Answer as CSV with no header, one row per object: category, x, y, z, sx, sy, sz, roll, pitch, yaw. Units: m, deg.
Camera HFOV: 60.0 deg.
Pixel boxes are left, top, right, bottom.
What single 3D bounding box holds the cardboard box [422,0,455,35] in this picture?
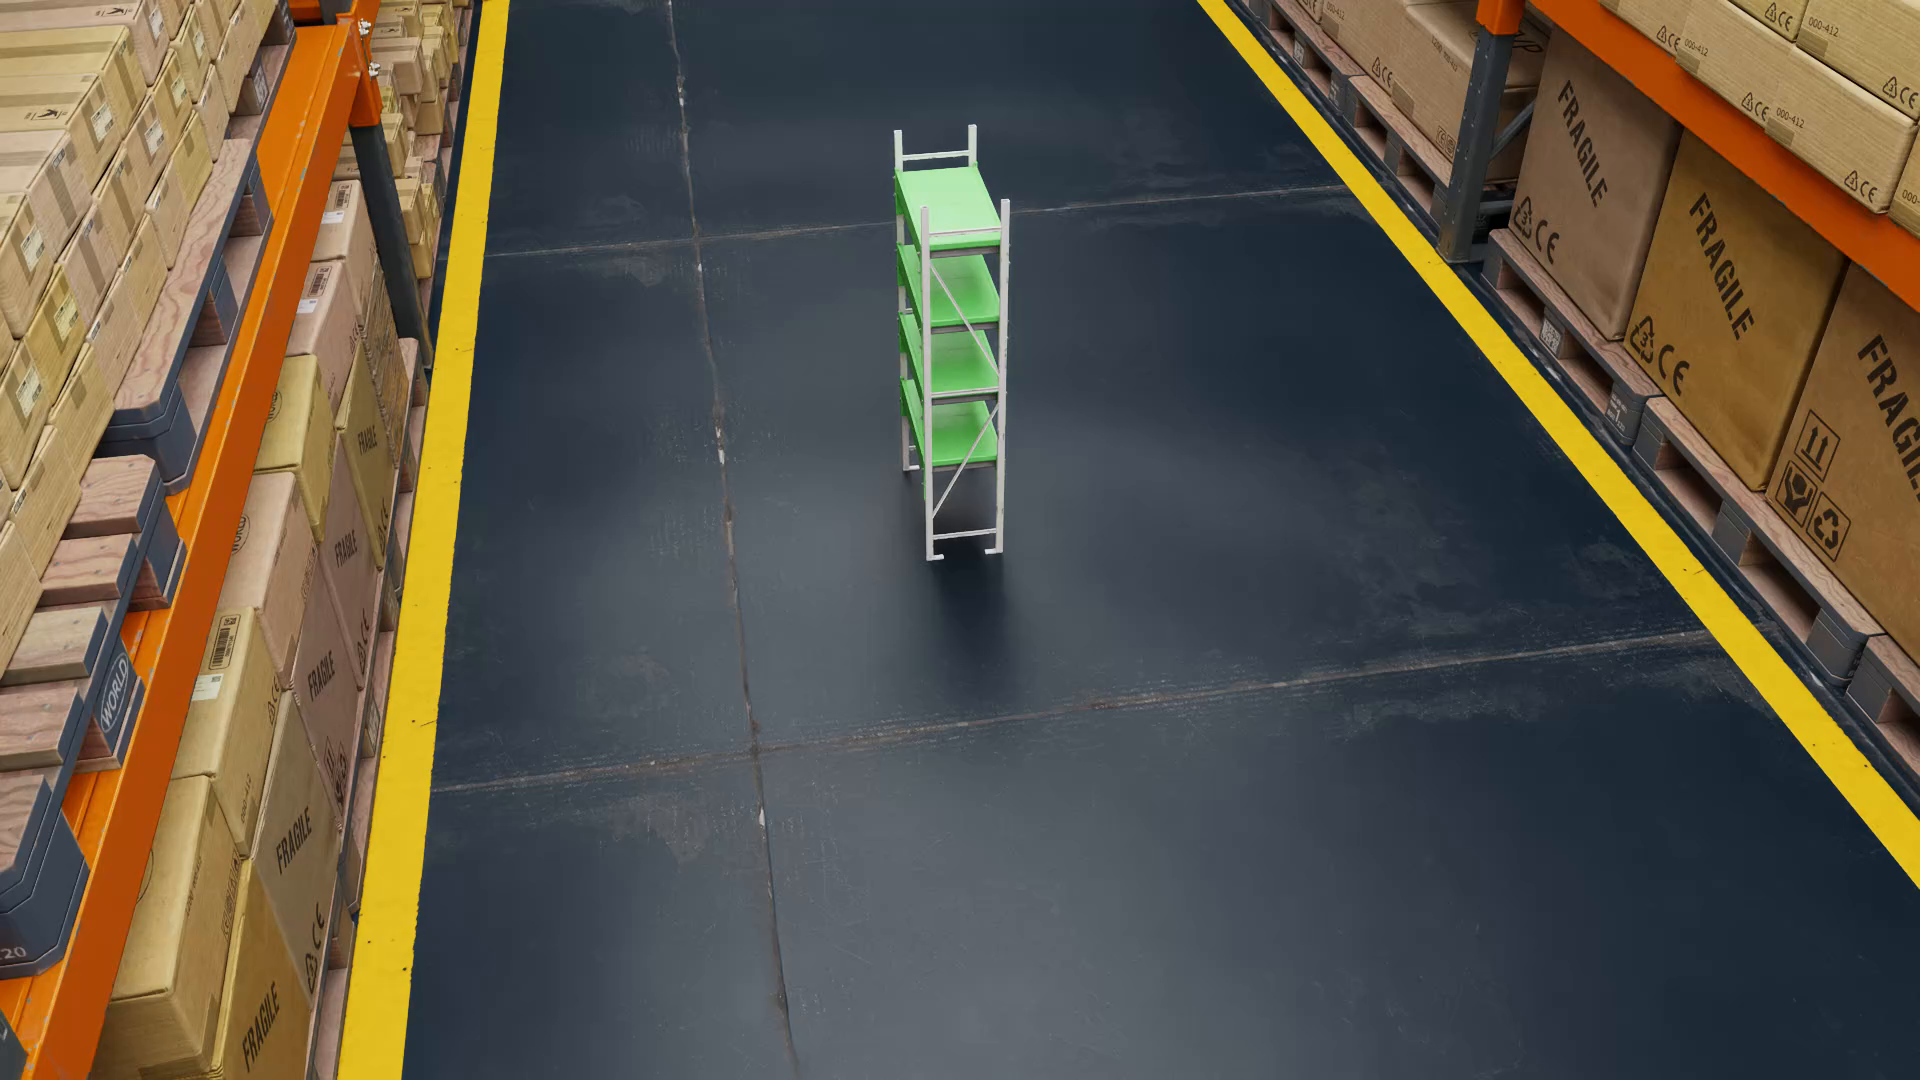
cardboard box,-2.553,-2.441,7.686,0.380,0.149,0.250,-6,38,-7

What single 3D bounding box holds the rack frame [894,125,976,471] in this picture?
rack frame,-0.072,-0.721,5.200,0.240,1.200,0.015,-6,38,-8

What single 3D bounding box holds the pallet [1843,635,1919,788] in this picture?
pallet,3.072,0.659,4.230,1.003,0.211,1.213,-6,38,-8

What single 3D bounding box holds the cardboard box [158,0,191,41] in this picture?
cardboard box,-1.981,-1.235,3.772,0.380,0.149,0.250,-7,38,-9

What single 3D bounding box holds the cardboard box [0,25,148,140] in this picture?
cardboard box,-1.882,-0.911,3.355,0.380,0.149,0.250,-7,38,-9

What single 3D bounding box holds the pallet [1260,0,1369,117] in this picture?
pallet,2.161,-2.479,8.269,1.003,0.211,1.213,-6,38,-8

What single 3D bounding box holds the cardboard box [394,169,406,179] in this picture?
cardboard box,-2.302,-1.335,6.262,0.380,0.149,0.250,-6,38,-8

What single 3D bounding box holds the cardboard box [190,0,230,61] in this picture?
cardboard box,-2.017,-1.272,4.062,0.380,0.149,0.250,-7,38,-9

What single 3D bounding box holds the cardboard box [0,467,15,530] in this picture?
cardboard box,-1.657,-0.026,2.459,0.380,0.149,0.250,-4,38,-6

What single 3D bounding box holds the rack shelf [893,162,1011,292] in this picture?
rack shelf,-0.029,-0.902,4.755,0.258,0.148,0.480,-6,38,-8

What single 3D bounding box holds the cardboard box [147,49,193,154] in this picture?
cardboard box,-1.922,-0.950,3.648,0.380,0.149,0.250,-6,38,-8

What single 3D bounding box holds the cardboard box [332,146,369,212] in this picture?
cardboard box,-2.278,-1.286,5.957,0.380,0.149,0.250,-5,38,-6

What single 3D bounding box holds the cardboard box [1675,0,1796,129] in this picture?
cardboard box,2.418,-1.397,4.726,0.500,0.250,0.500,-7,38,-8

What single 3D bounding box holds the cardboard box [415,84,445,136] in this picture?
cardboard box,-2.436,-1.855,7.174,0.380,0.149,0.250,-7,38,-9

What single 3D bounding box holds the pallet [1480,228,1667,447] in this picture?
pallet,2.644,-0.815,6.127,1.003,0.211,1.213,-6,38,-8

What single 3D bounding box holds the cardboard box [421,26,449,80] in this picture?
cardboard box,-2.450,-2.121,7.274,0.380,0.149,0.250,-6,38,-7

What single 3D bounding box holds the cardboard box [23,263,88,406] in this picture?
cardboard box,-1.751,-0.339,2.862,0.380,0.149,0.250,-6,38,-8

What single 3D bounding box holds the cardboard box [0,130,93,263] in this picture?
cardboard box,-1.794,-0.600,2.955,0.380,0.149,0.250,-5,38,-6

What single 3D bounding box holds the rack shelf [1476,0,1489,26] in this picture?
rack shelf,2.084,-3.298,7.637,1.077,0.370,4.000,-6,38,-8

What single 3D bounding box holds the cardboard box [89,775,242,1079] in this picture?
cardboard box,-1.602,0.718,2.965,0.500,0.250,0.500,-8,39,-10

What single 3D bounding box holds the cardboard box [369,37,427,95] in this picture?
cardboard box,-2.393,-1.924,6.778,0.380,0.149,0.250,-5,38,-7

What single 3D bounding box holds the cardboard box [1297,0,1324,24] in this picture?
cardboard box,2.116,-3.005,8.419,0.875,0.438,0.875,-5,38,-7

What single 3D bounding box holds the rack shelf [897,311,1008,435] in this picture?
rack shelf,-0.029,-0.523,5.050,0.258,0.148,0.480,-6,38,-8

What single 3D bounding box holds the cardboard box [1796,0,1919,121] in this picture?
cardboard box,2.506,-1.292,4.182,0.500,0.250,0.500,-7,38,-9

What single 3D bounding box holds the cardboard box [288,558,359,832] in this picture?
cardboard box,-1.779,0.389,4.000,0.500,0.500,0.500,-7,38,-9

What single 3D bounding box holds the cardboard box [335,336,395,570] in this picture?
cardboard box,-1.954,-0.230,4.796,0.500,0.500,0.500,-7,38,-9

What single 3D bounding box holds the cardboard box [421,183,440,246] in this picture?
cardboard box,-2.215,-1.236,6.377,0.380,0.149,0.250,-5,38,-7

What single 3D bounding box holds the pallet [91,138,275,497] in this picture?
pallet,-2.107,-0.480,3.580,1.003,0.211,1.213,-6,38,-8

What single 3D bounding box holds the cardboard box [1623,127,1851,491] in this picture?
cardboard box,2.788,-0.790,5.212,0.875,0.875,0.875,-5,38,-7

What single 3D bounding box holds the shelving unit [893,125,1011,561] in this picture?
shelving unit,-0.029,-0.574,5.011,0.258,1.200,0.503,-6,38,-8

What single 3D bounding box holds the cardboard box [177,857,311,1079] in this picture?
cardboard box,-1.593,1.002,3.211,0.500,0.500,0.500,-8,39,-10

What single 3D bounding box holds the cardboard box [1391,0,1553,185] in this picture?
cardboard box,2.430,-1.919,7.021,0.875,0.438,0.875,-7,38,-9

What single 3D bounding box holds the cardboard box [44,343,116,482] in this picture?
cardboard box,-1.743,-0.211,2.939,0.380,0.149,0.250,-5,38,-6

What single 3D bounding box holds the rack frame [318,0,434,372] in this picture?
rack frame,-2.421,-1.781,5.097,1.000,3.000,0.127,-6,38,-8

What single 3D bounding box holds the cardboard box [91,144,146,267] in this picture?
cardboard box,-1.834,-0.640,3.249,0.380,0.149,0.250,-7,38,-8

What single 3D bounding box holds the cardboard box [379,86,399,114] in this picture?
cardboard box,-2.360,-1.606,6.369,0.380,0.149,0.250,-7,38,-9

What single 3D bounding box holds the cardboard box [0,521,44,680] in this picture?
cardboard box,-1.647,0.115,2.520,0.380,0.149,0.250,-4,38,-6

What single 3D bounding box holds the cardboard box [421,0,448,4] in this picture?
cardboard box,-2.537,-2.559,7.596,0.380,0.149,0.250,-5,38,-6

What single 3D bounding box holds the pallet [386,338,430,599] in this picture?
pallet,-2.283,-0.210,5.348,1.003,0.211,1.213,-6,38,-8

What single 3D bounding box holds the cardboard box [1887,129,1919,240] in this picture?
cardboard box,2.614,-0.789,3.943,0.500,0.250,0.500,-7,38,-8

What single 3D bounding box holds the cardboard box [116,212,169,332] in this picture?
cardboard box,-1.834,-0.524,3.342,0.380,0.149,0.250,-6,38,-7

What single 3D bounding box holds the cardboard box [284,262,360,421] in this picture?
cardboard box,-1.965,-0.521,4.560,0.500,0.250,0.500,-5,38,-6

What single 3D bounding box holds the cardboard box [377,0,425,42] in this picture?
cardboard box,-2.526,-2.233,7.176,0.380,0.149,0.250,-6,38,-8

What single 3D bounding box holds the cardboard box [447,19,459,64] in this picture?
cardboard box,-2.556,-2.333,7.790,0.380,0.149,0.250,-8,39,-10

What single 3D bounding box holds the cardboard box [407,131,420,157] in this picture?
cardboard box,-2.404,-1.529,6.754,0.380,0.149,0.250,-7,38,-9

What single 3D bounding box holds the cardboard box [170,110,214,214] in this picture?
cardboard box,-1.925,-0.842,3.752,0.380,0.149,0.250,-5,38,-6

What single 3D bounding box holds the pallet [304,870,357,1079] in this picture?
pallet,-1.855,1.264,3.451,1.003,0.211,1.213,-6,38,-8

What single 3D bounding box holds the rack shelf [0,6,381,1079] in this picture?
rack shelf,-2.071,-0.289,3.763,1.077,0.370,4.000,-6,38,-8

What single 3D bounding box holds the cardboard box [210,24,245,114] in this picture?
cardboard box,-2.025,-1.170,4.173,0.380,0.149,0.250,-8,39,-10

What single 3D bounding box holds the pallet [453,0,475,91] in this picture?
pallet,-3.002,-2.555,8.367,1.003,0.211,1.213,-6,38,-8

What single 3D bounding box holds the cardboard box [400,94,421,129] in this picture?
cardboard box,-2.450,-1.810,6.874,0.380,0.149,0.250,-5,38,-6

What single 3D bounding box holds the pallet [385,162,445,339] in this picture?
pallet,-2.574,-1.081,6.470,1.003,0.211,1.213,-6,38,-8

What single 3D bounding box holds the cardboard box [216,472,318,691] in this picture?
cardboard box,-1.766,0.111,3.746,0.500,0.250,0.500,-6,38,-8

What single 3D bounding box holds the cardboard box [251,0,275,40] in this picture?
cardboard box,-2.110,-1.472,4.562,0.380,0.149,0.250,-6,38,-8

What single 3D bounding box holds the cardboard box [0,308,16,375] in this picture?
cardboard box,-1.699,-0.277,2.539,0.380,0.149,0.250,-6,38,-8
